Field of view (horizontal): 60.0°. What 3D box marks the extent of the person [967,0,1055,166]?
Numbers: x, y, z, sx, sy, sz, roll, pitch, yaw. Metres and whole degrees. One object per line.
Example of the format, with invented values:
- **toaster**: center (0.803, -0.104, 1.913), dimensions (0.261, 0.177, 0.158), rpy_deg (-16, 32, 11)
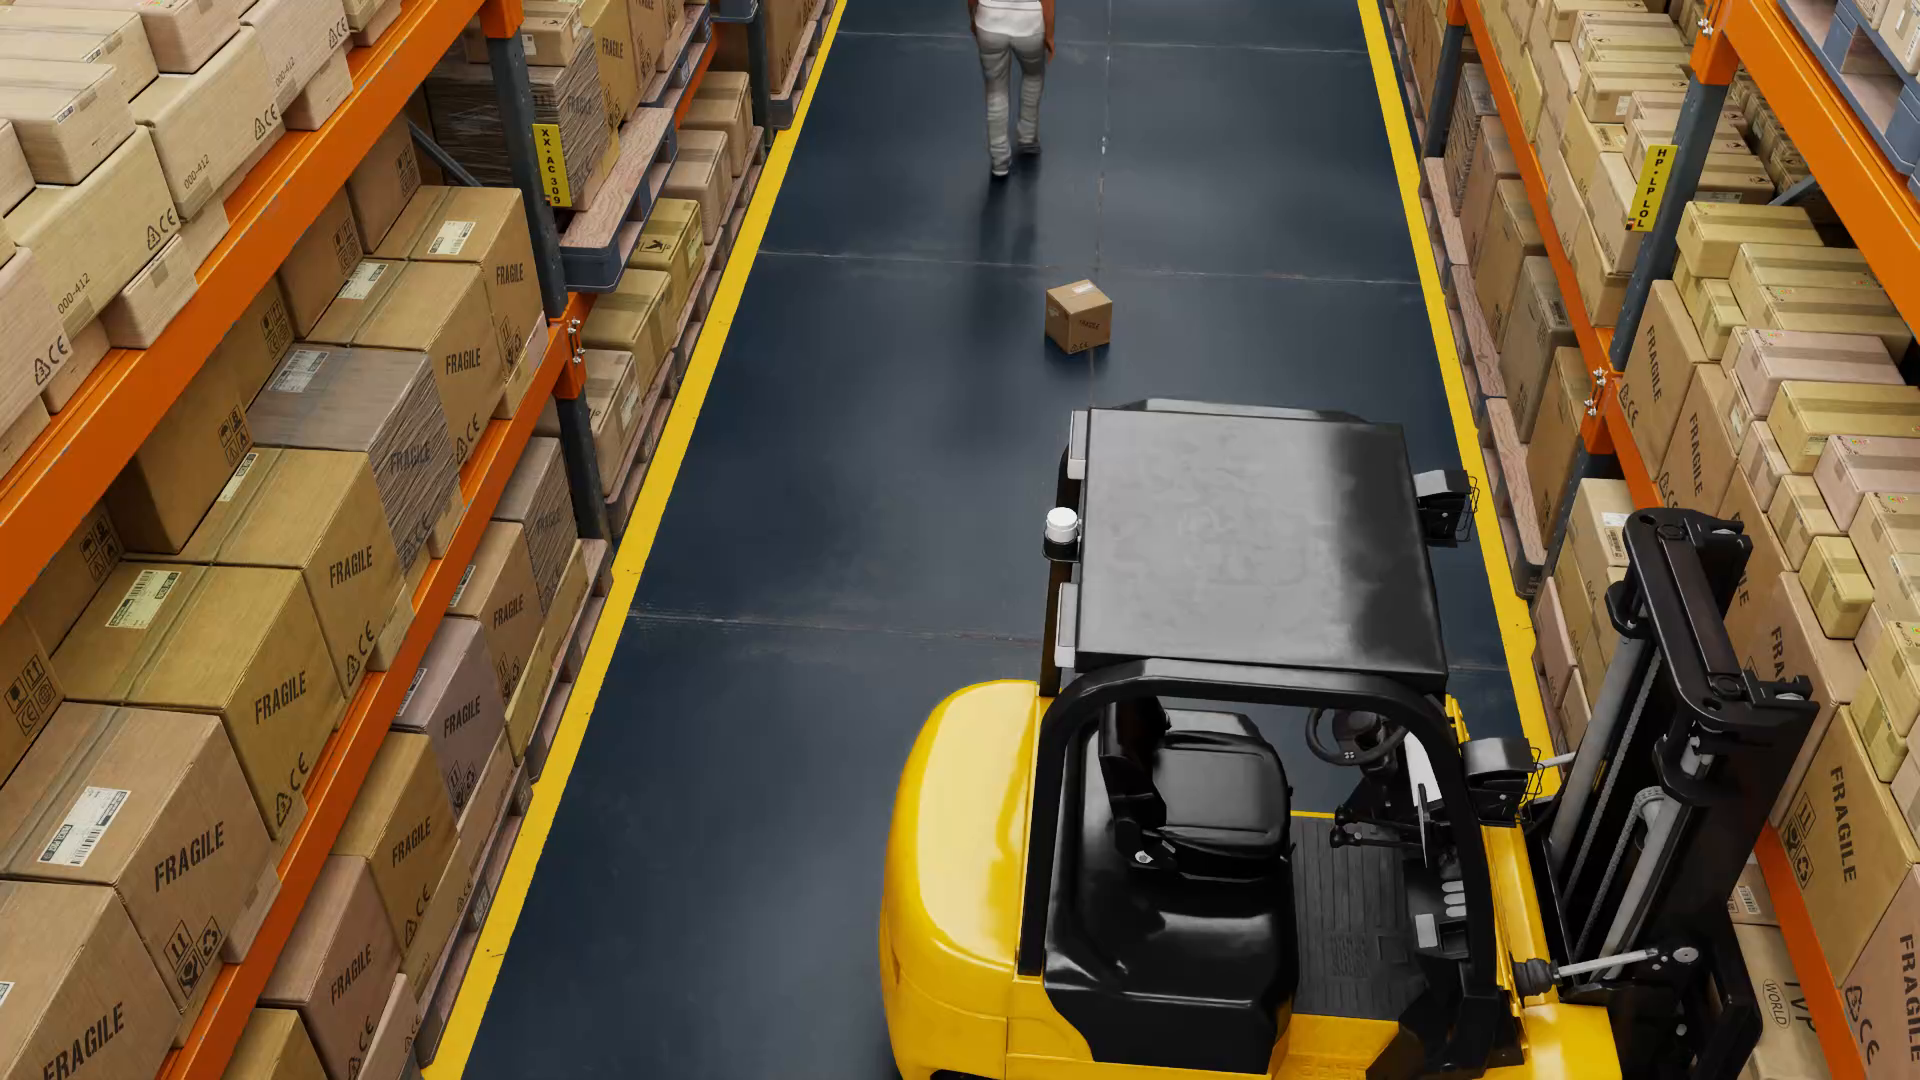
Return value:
- **person**: center (0.292, -2.980, 9.572), dimensions (0.514, 1.567, 0.530), rpy_deg (1, 40, 2)
